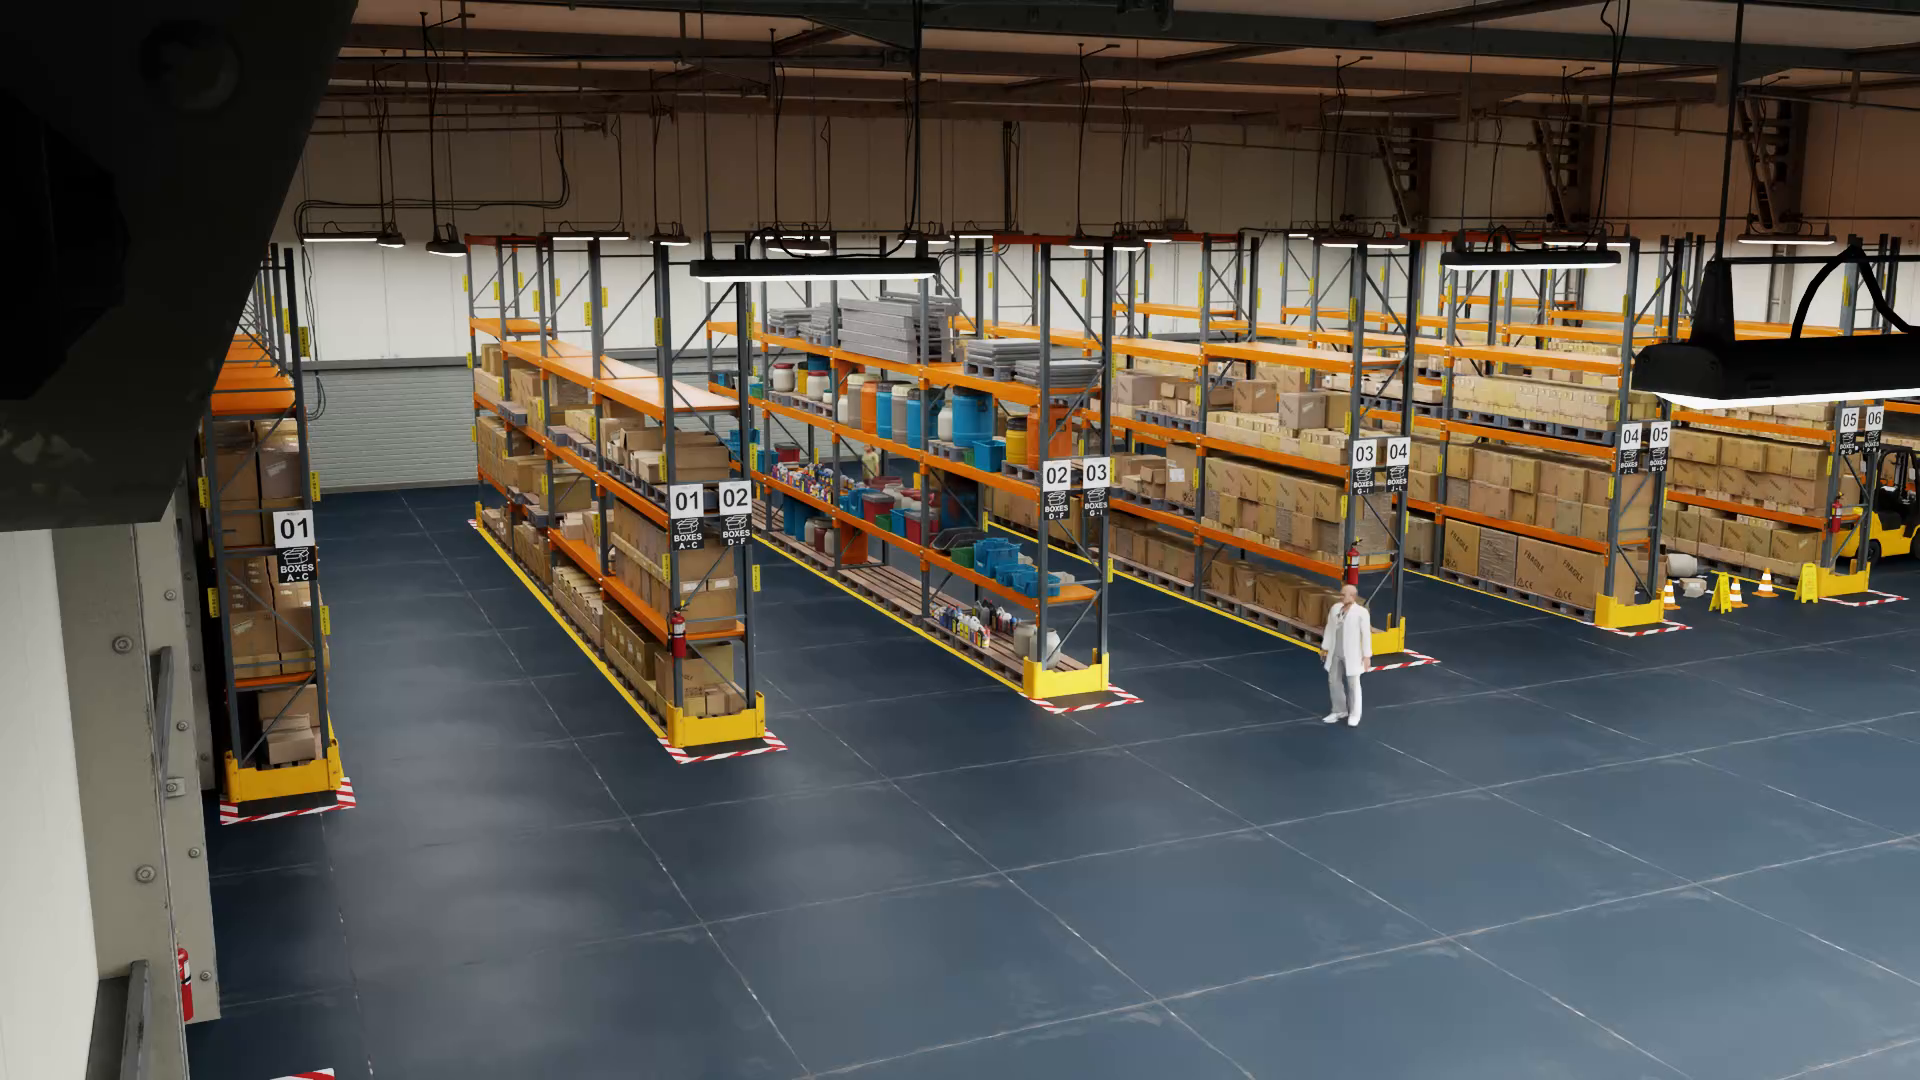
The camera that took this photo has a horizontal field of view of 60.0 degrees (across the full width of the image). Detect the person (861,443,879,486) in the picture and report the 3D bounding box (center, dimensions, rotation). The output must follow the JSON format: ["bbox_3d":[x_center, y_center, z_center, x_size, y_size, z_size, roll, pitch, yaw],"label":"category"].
[{"bbox_3d":[-1.938,-1.305,35.419,0.380,1.676,0.518,-11,15,-44],"label":"person"}]

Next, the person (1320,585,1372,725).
[{"bbox_3d":[4.874,1.458,20.996,0.697,1.821,0.415,10,15,41],"label":"person"}]
